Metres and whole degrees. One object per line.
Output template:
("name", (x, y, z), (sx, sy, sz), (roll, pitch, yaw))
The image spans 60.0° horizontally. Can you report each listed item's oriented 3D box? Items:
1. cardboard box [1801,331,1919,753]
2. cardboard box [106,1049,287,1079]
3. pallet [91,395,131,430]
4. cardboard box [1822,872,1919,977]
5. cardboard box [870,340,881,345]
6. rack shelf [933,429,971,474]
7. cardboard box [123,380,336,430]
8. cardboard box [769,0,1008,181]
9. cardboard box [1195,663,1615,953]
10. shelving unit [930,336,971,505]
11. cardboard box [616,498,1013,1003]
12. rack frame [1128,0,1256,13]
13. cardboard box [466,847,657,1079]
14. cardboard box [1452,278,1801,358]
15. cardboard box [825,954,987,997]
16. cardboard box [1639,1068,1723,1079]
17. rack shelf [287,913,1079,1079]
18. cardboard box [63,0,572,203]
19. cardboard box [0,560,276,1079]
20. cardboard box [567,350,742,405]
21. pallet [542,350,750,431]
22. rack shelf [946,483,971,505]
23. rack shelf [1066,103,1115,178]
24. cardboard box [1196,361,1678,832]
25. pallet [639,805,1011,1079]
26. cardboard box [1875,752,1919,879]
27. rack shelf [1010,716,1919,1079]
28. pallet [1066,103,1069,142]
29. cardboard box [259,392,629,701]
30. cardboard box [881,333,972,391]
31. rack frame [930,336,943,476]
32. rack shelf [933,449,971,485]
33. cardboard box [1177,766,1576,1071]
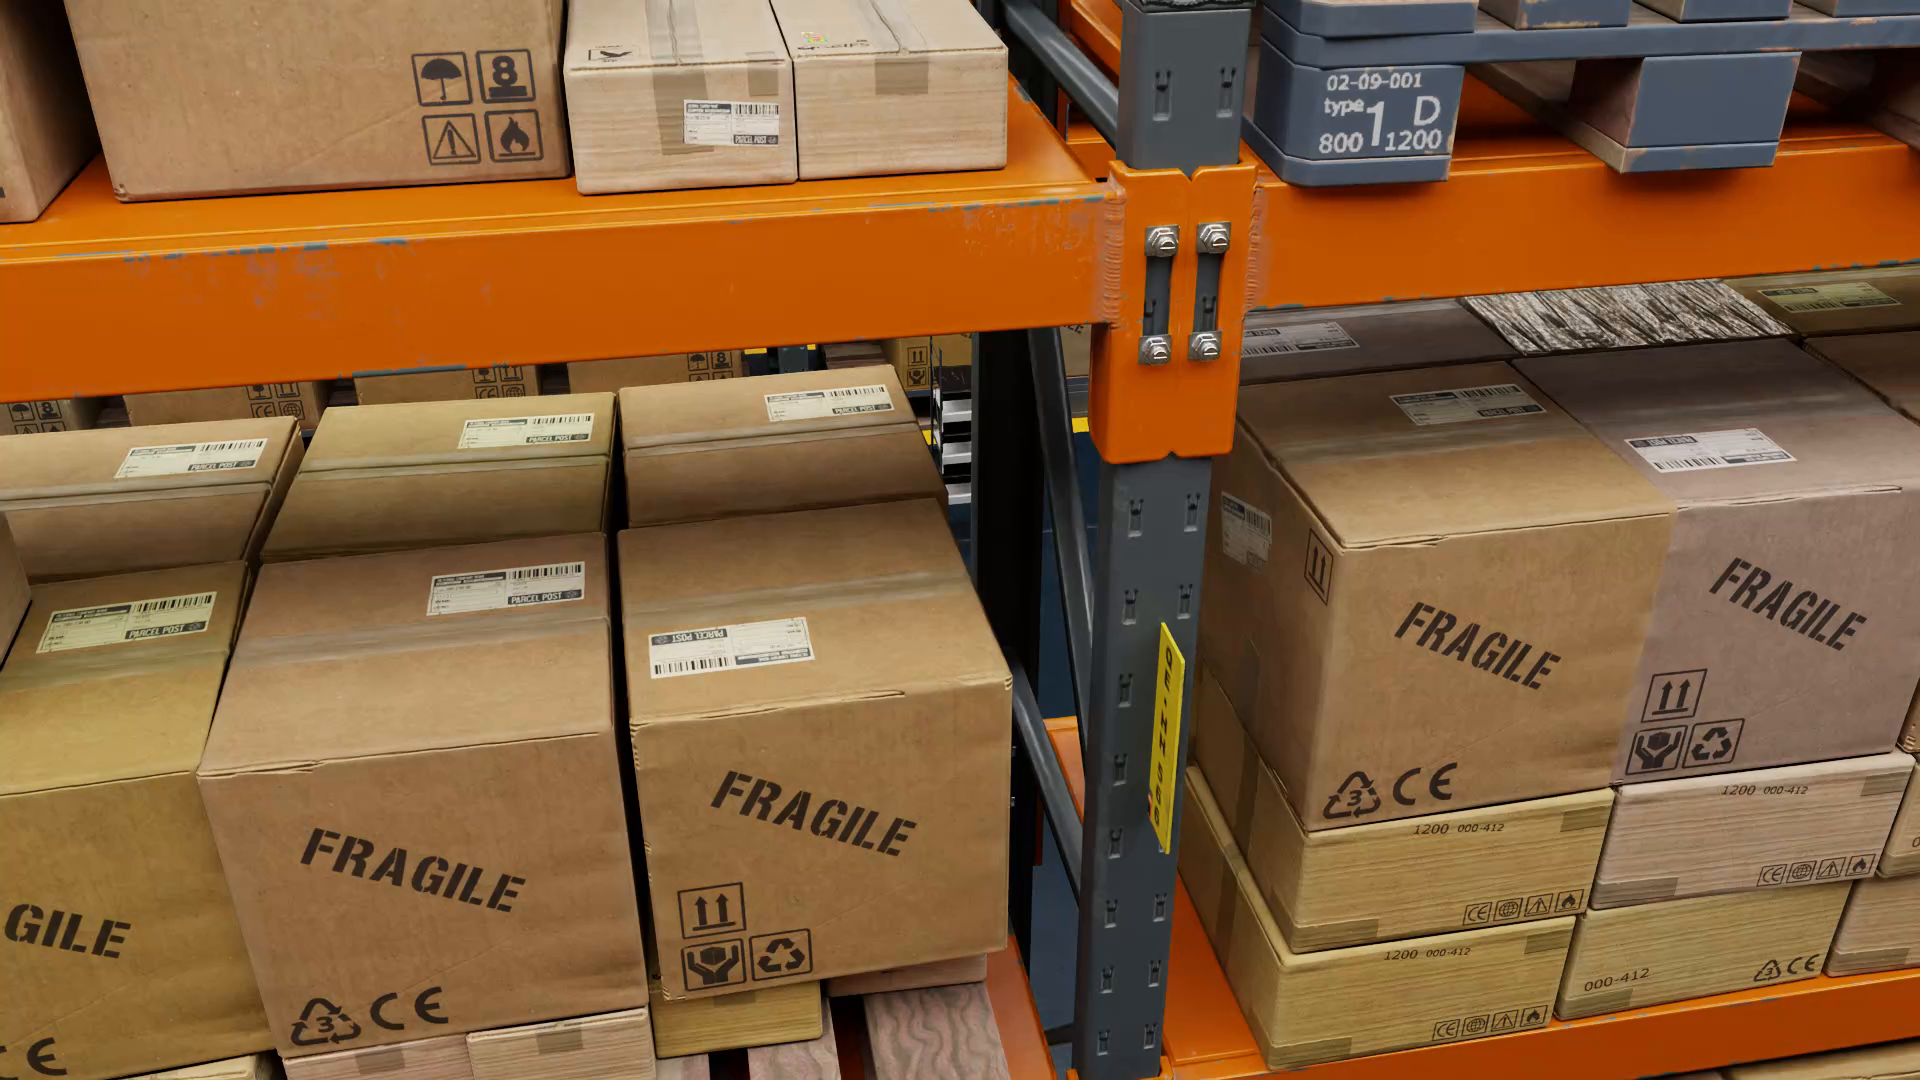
("cardboard box", (1.698, -0.019, 2.739), (0.500, 0.500, 0.500), (-4, 31, -8))
("cardboard box", (-1.116, 0.699, 2.436), (0.250, 0.149, 0.380), (-5, 31, -8))
("pallet", (-4.009, -0.532, 7.447), (1.213, 0.211, 1.003), (-5, 31, -9))
("cardboard box", (1.717, 0.512, 3.068), (0.500, 0.250, 0.500), (-4, 31, -7))
("cardboard box", (-0.219, -1.285, 8.028), (0.500, 0.500, 0.500), (-5, 31, -9))
("rack shelf", (0.008, -0.360, 6.540), (0.200, 0.077, 0.258), (-5, 31, -9))
("cardboard box", (-3.210, -1.025, 7.339), (0.750, 0.750, 1.050), (-5, 31, -9))
("cardboard box", (-0.101, -0.584, 2.072), (0.250, 0.149, 0.380), (-5, 31, -9))
("cardboard box", (0.714, 0.393, 2.776), (0.500, 0.250, 0.500), (-6, 31, -9))
("shelving unit", (0.008, -0.389, 6.523), (0.210, 0.900, 0.258), (-5, 31, -9))
("cardboard box", (-0.226, 0.295, 2.482), (0.500, 0.500, 0.500), (-6, 31, -10))
("rack frame", (0.171, -2.119, 1.475), (0.127, 3.000, 1.000), (-5, 31, -9))
("cardboard box", (-0.599, 0.648, 2.523), (0.250, 0.149, 0.380), (-6, 31, -9))
("cardboard box", (1.136, -0.235, 3.106), (0.500, 0.500, 0.500), (-5, 31, -8))
("cardboard box", (-0.109, 0.542, 2.703), (0.250, 0.149, 0.380), (-4, 31, -7))
("cardboard box", (0.866, 1.181, 3.465), (0.875, 0.875, 0.875), (-6, 31, -9))
("rack shelf", (-1.796, 0.960, 2.868), (4.000, 0.370, 1.077), (-5, 31, -9))
("cardboard box", (-0.763, -0.787, 2.071), (0.500, 0.500, 0.700), (-5, 31, -9))
("cardboard box", (-1.229, 0.394, 2.313), (0.500, 0.500, 0.500), (-7, 31, -12))
("cardboard box", (-1.435, -1.192, 7.623), (0.750, 0.750, 1.050), (-6, 31, -10))
("pallet", (-1.609, -0.755, 7.826), (1.213, 0.211, 1.003), (-5, 31, -9))
("rack shelf", (0.008, -0.205, 6.631), (0.200, 0.077, 0.258), (-5, 31, -9))
("rack shelf", (1.148, -1.864, 7.670), (4.000, 0.370, 1.077), (-5, 31, -9))
("cardboard box", (0.701, 0.070, 2.586), (0.500, 0.500, 0.500), (-6, 31, -11))
("pallet", (-0.510, 0.668, 2.843), (1.003, 0.211, 1.213), (-5, 31, -9))
("cardboard box", (1.715, 0.307, 2.923), (0.500, 0.250, 0.500), (-5, 31, -9))
("rack shelf", (2.139, 0.595, 3.489), (4.000, 0.370, 1.077), (-5, 31, -9))
("pallet", (-0.138, -2.027, 7.427), (1.003, 0.211, 1.213), (-5, 31, -9))
("cardboard box", (-0.824, 0.092, 2.828), (0.500, 0.500, 0.500), (-4, 31, -6))
("cardboard box", (-0.078, -1.032, 7.598), (0.500, 0.500, 0.500), (-7, 31, -11))
("rack frame", (-0.092, -0.379, 6.507), (0.006, 0.900, 0.240), (-5, 31, -9))
("rack shelf", (0.008, -0.282, 6.586), (0.200, 0.077, 0.258), (-5, 31, -9))
("cardboard box", (0.698, 0.613, 2.897), (0.500, 0.250, 0.500), (-6, 31, -10))
